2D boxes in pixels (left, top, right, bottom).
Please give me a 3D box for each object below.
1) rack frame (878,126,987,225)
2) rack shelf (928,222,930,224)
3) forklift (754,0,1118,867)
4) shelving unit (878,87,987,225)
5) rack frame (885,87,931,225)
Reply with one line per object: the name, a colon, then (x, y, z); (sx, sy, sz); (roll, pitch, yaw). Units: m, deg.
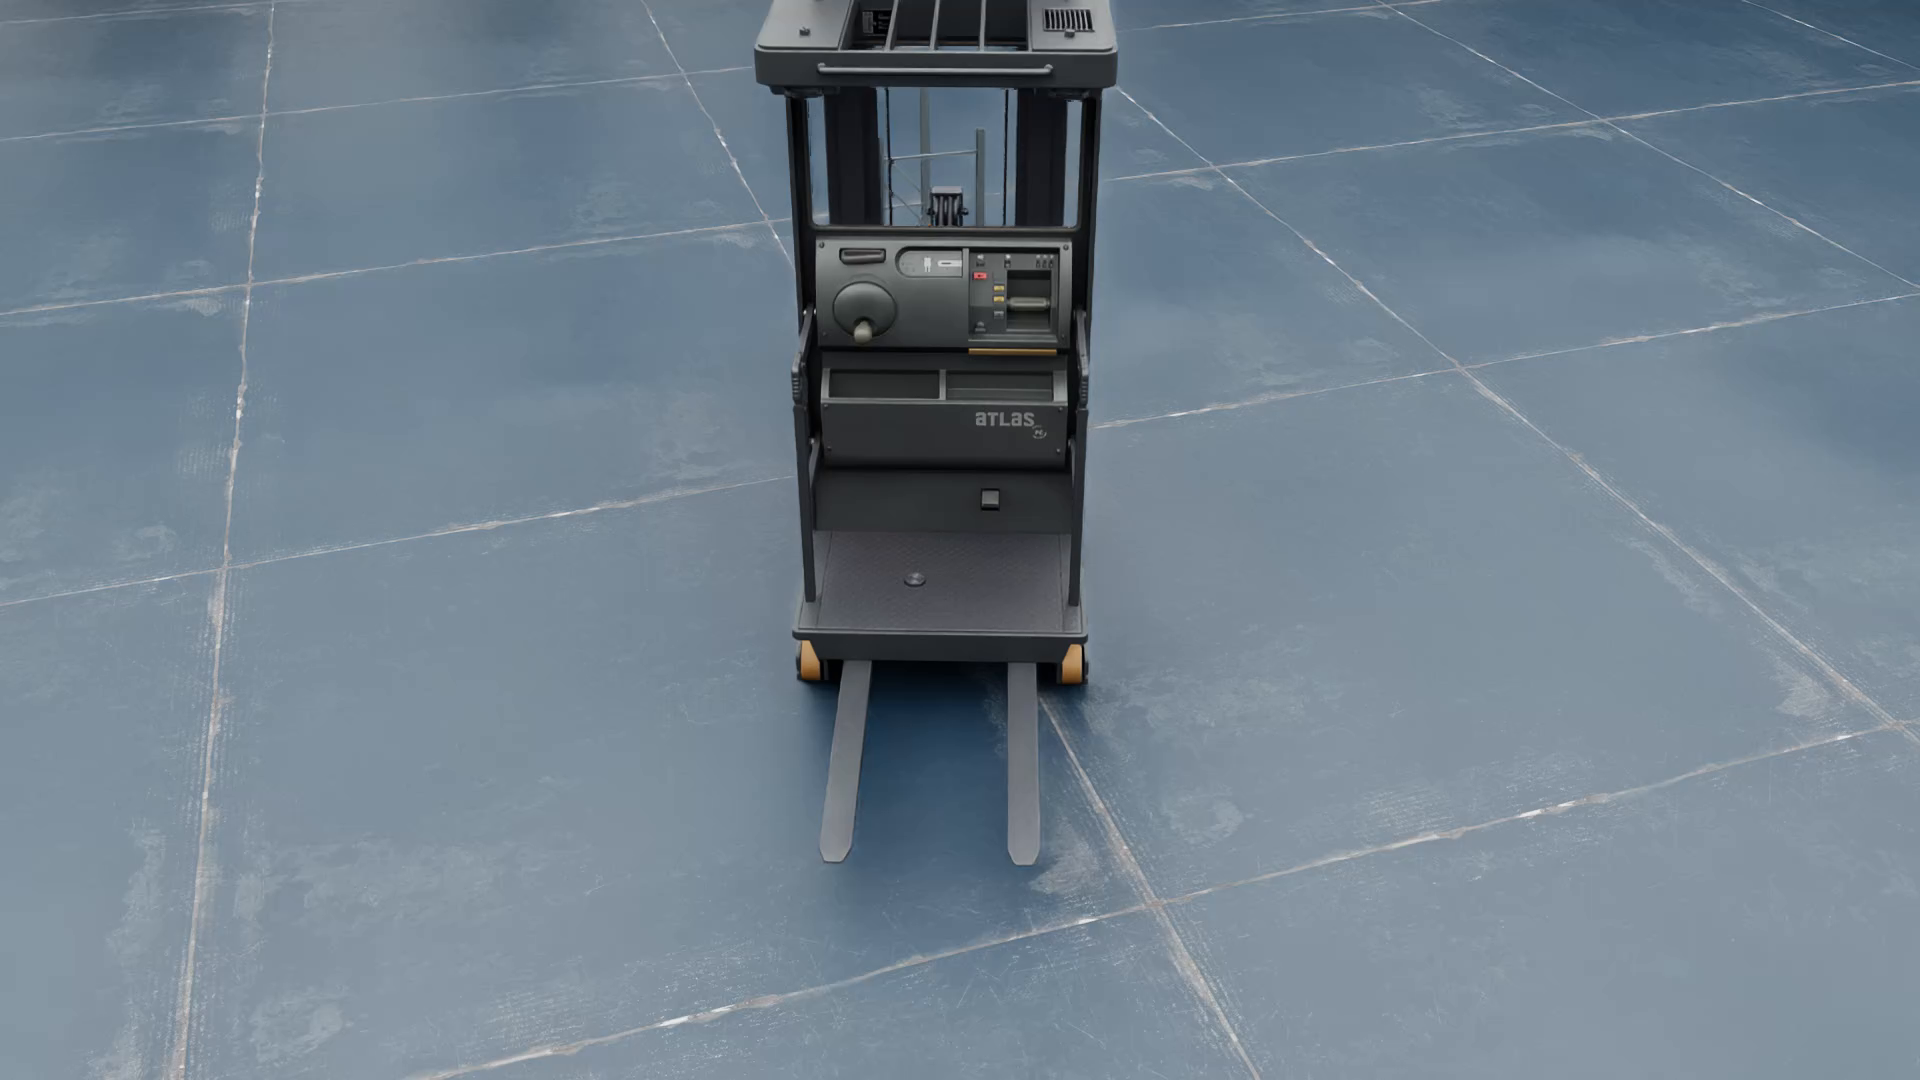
rack frame: (-0.127, -1.140, 7.614); (0.500, 1.500, 0.032); (-9, 34, -13)
rack shelf: (-0.260, -1.260, 8.123); (0.538, 0.185, 1.000); (-9, 34, -13)
forklift: (-0.062, -0.842, 5.866); (1.130, 2.935, 3.031); (1, 33, 1)
shelving unit: (-0.263, -1.415, 8.031); (0.587, 1.500, 1.083); (-9, 34, -13)
rack frame: (-0.393, -1.680, 8.433); (0.500, 1.500, 0.032); (-9, 34, -13)
